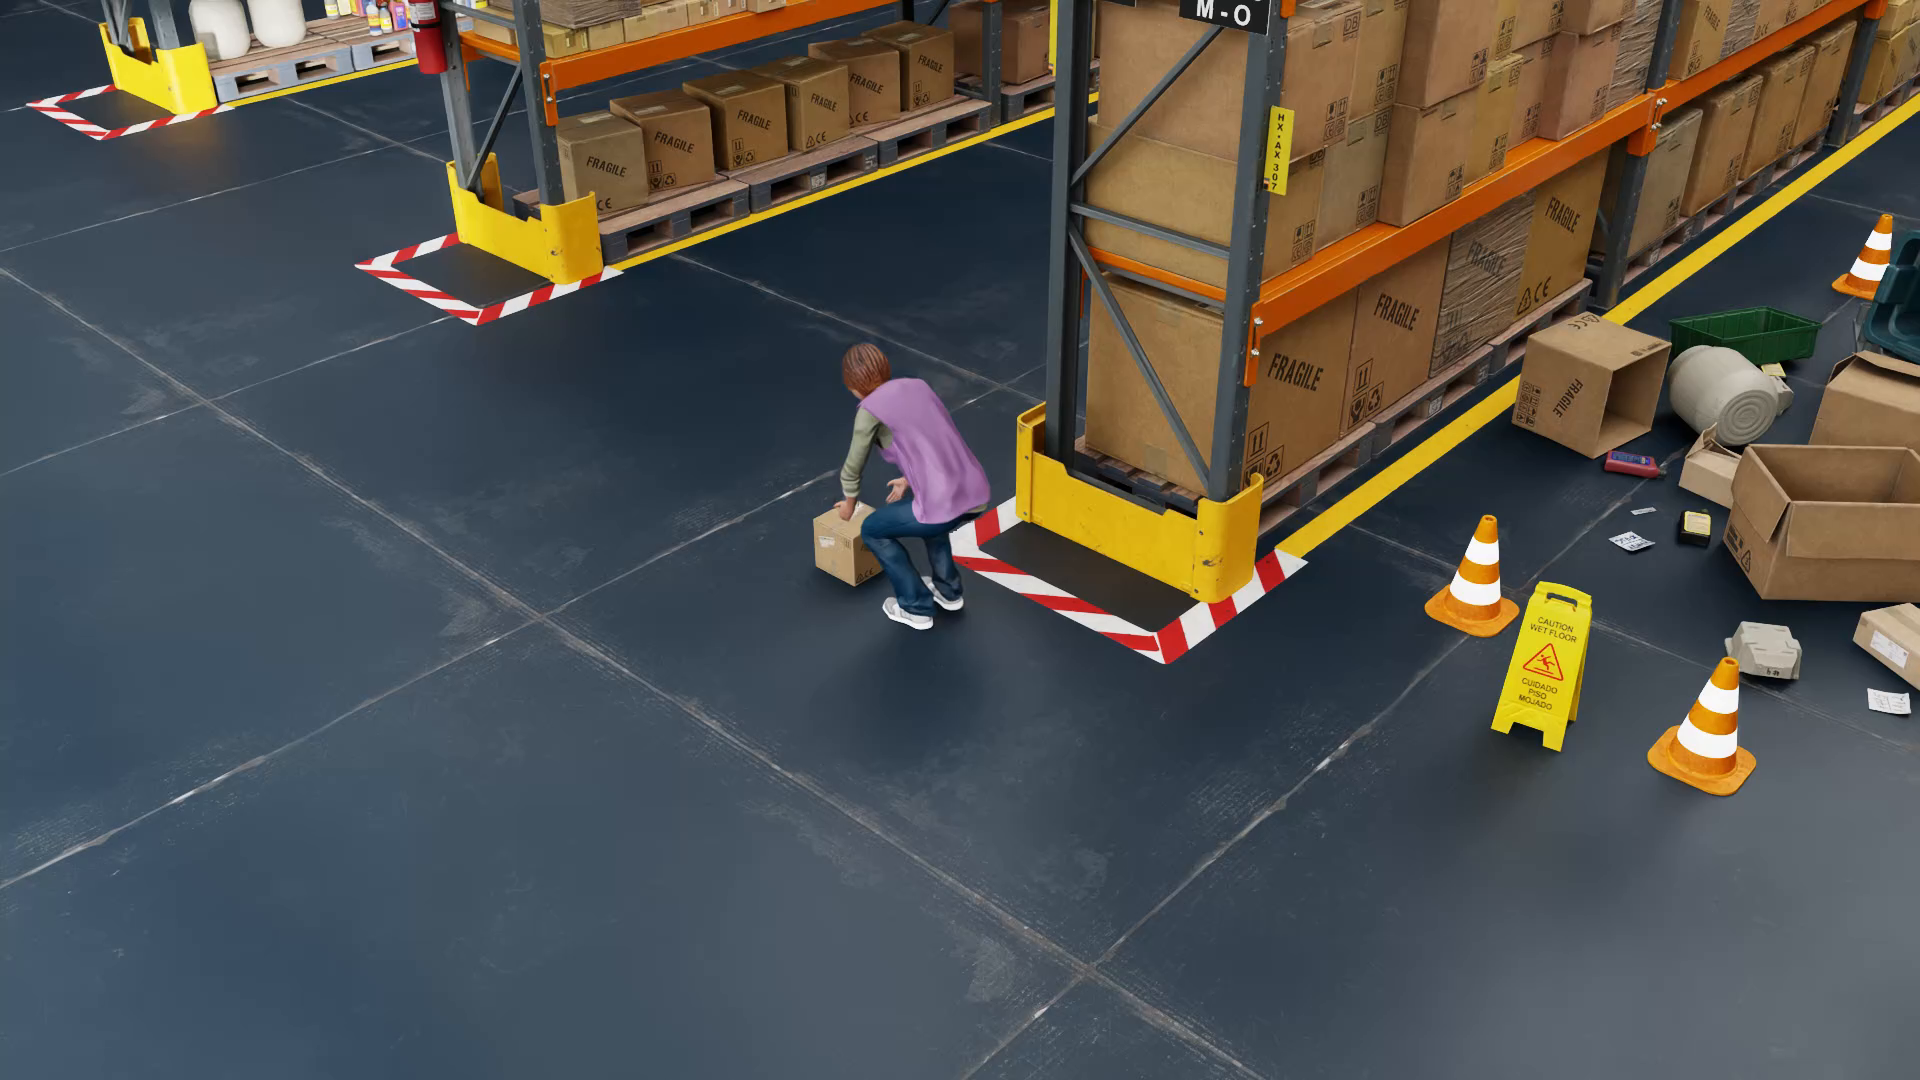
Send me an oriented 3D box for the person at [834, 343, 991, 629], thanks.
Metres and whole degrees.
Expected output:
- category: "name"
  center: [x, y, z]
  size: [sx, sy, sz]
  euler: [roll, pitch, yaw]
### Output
- category: "person"
  center: [-0.211, -0.197, 6.884]
  size: [0.461, 1.158, 0.725]
  euler: [-26, 40, -35]
